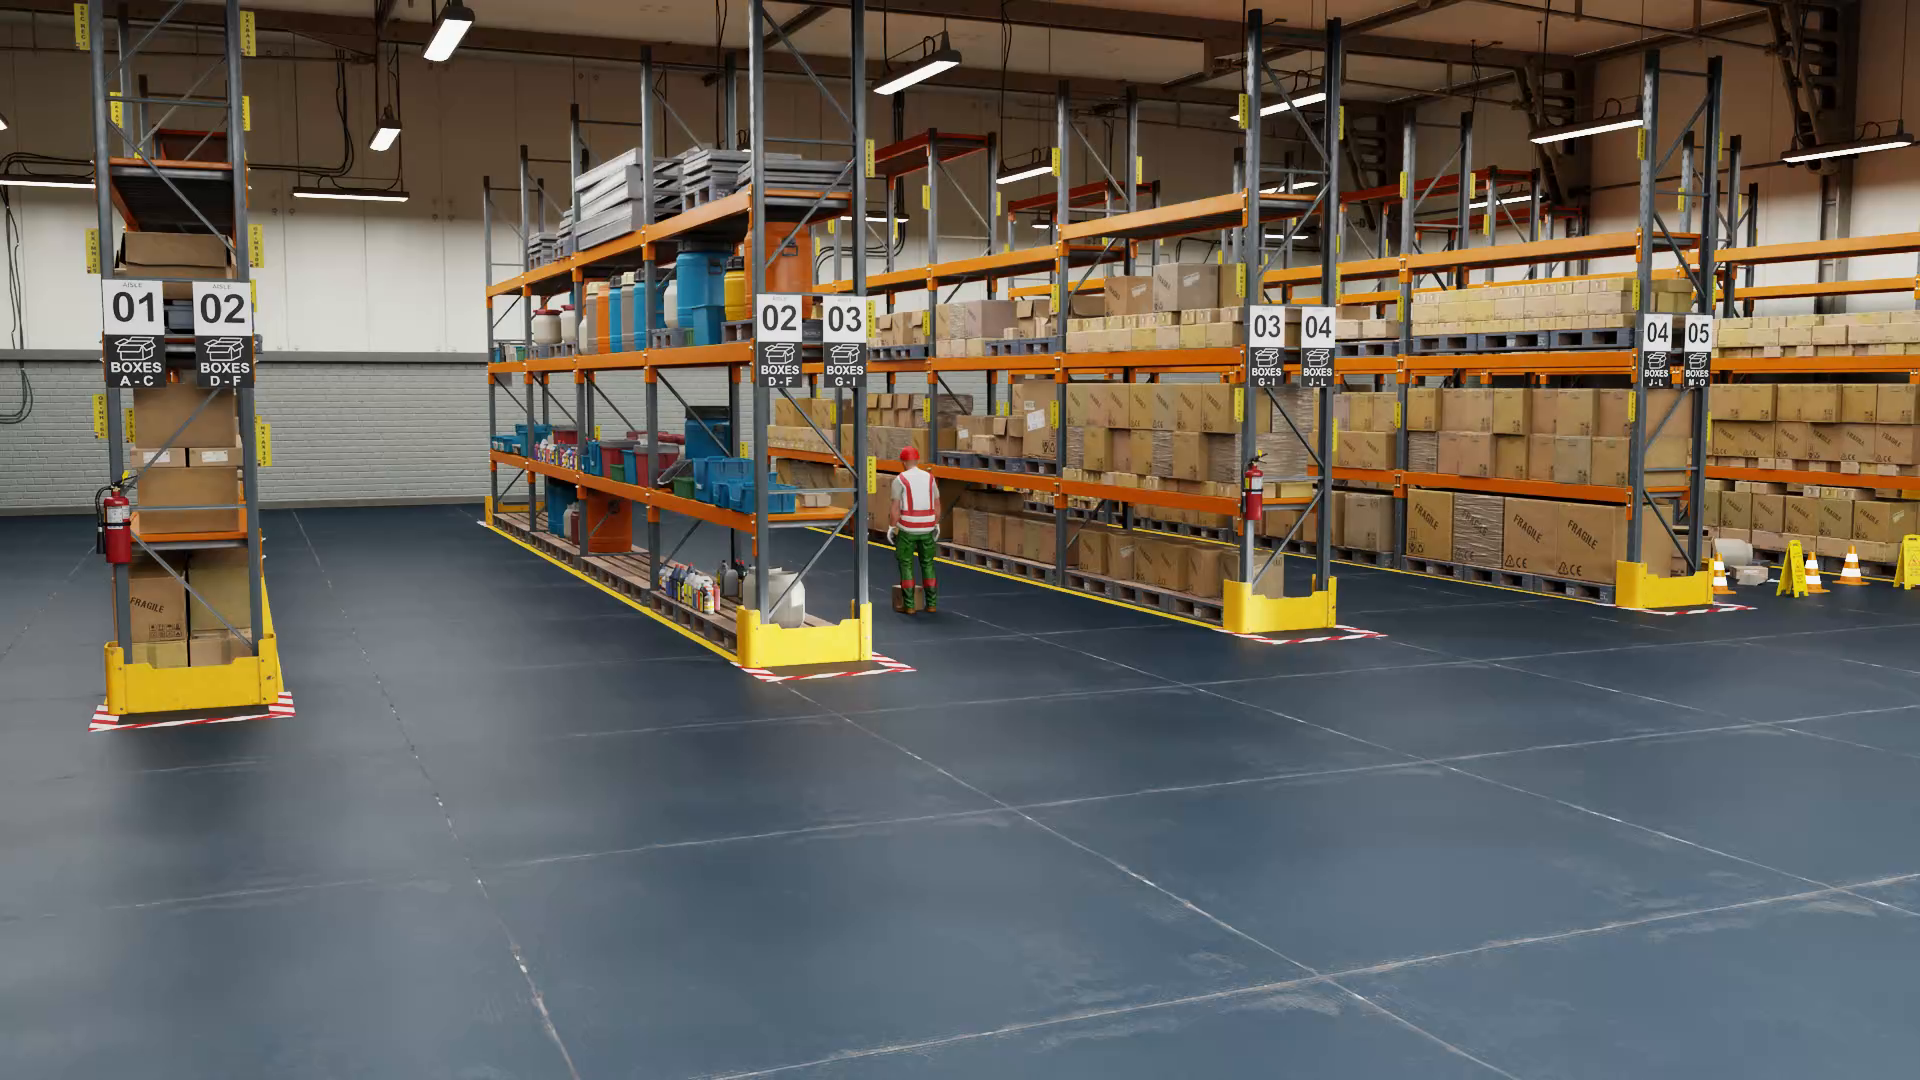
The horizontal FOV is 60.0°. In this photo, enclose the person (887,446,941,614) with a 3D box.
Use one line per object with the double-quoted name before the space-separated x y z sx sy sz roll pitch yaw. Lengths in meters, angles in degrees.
"person" -0.490 -0.112 17.817 0.621 1.779 0.453 -3 6 -25
